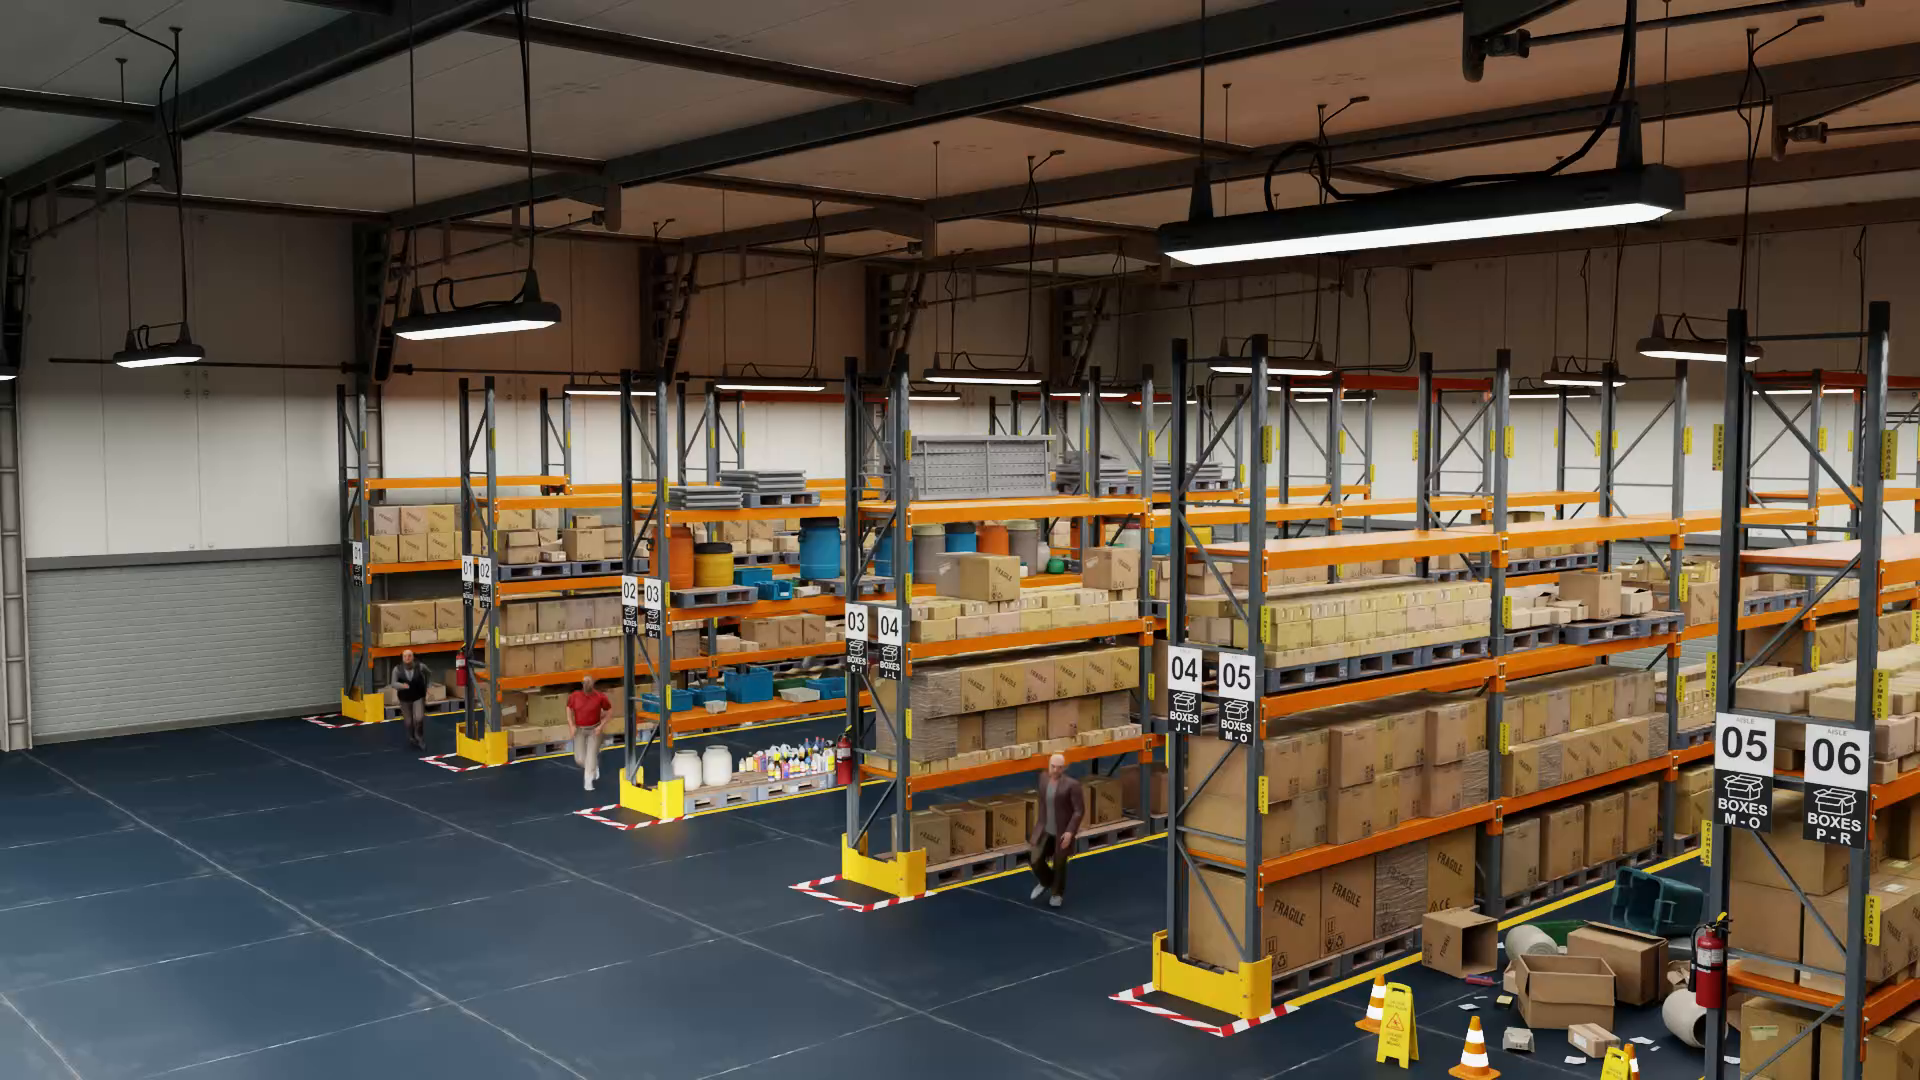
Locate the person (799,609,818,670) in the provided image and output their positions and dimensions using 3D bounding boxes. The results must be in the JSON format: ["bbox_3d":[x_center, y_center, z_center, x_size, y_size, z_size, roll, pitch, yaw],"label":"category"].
[{"bbox_3d":[-2.973,2.189,33.009,0.564,1.624,0.953,3,5,36],"label":"person"}]

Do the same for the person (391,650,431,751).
[{"bbox_3d":[-8.847,2.568,26.830,0.574,1.647,0.915,-1,4,-10],"label":"person"}]

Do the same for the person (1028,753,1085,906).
[{"bbox_3d":[1.053,3.122,17.892,0.686,1.722,0.738,2,4,24],"label":"person"}]

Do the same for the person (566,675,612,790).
[{"bbox_3d":[-5.361,2.763,24.089,0.661,1.669,0.572,0,4,4],"label":"person"}]
